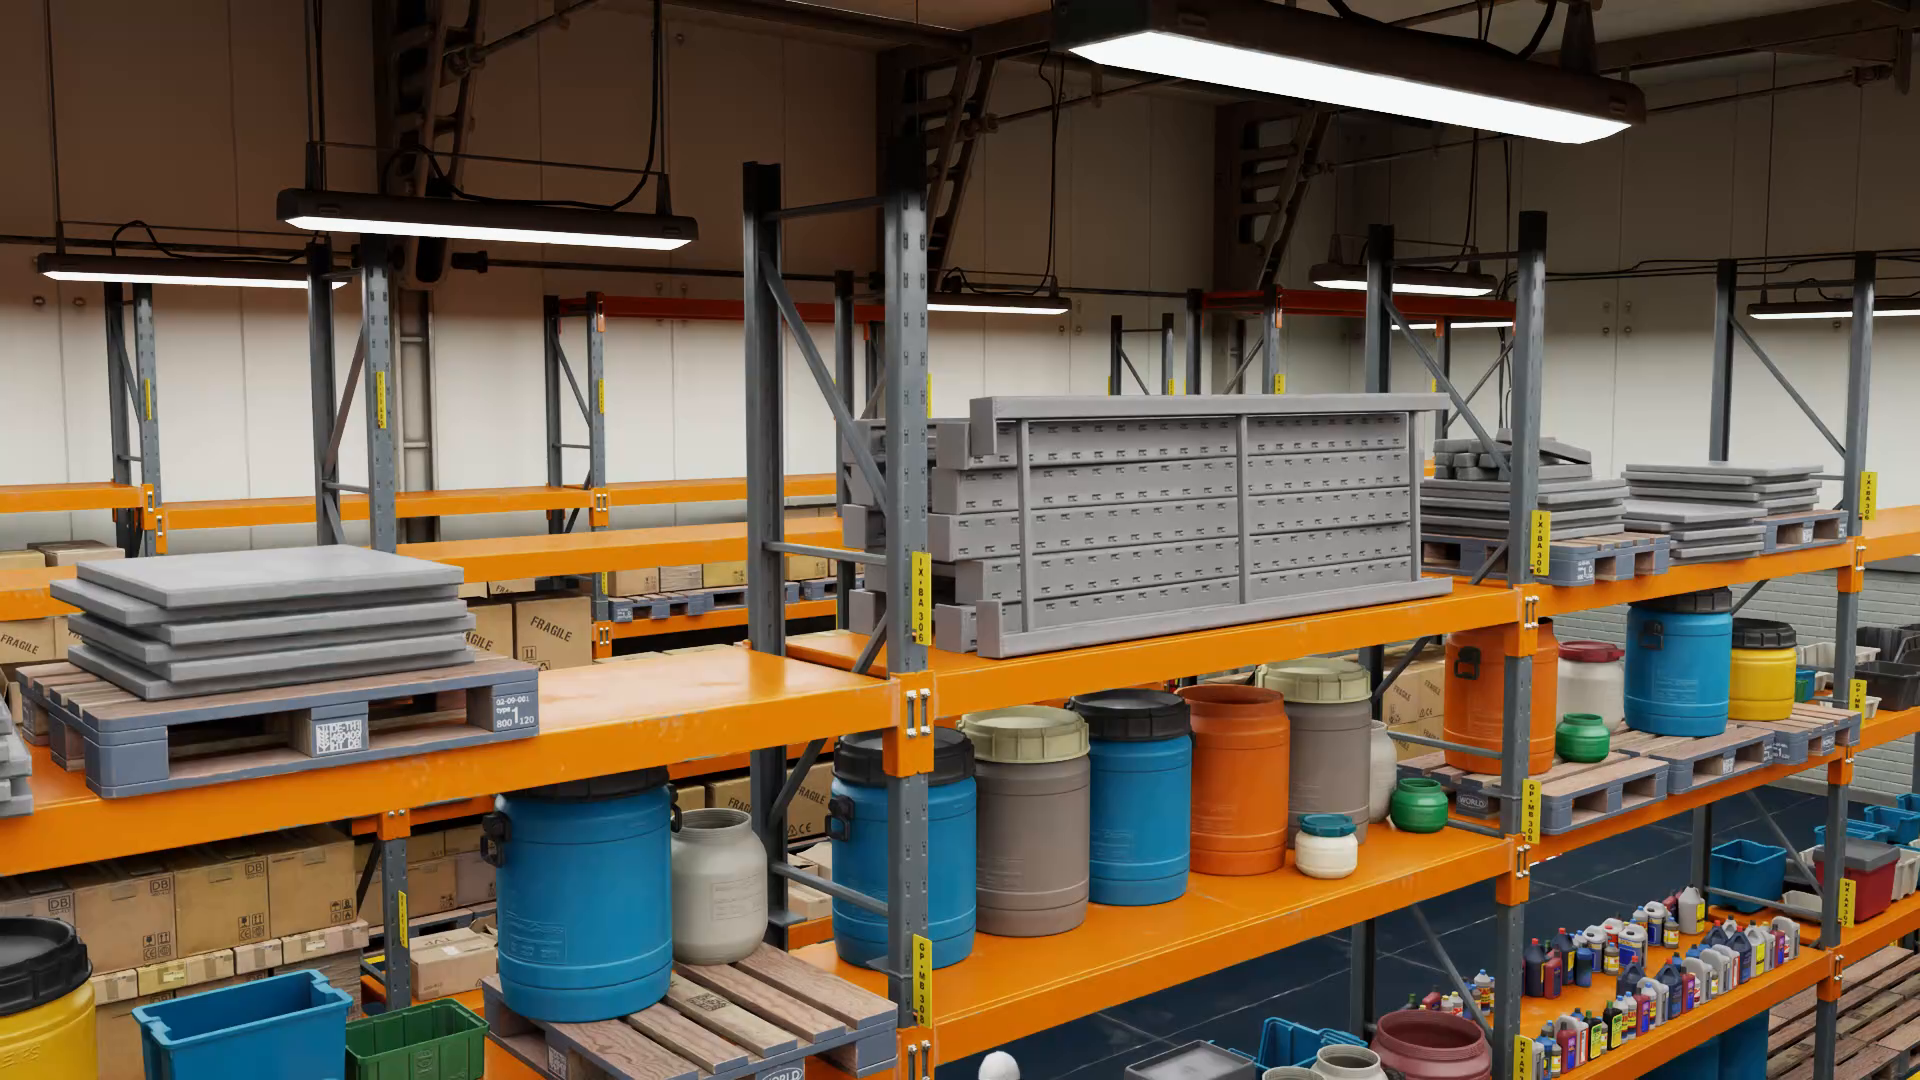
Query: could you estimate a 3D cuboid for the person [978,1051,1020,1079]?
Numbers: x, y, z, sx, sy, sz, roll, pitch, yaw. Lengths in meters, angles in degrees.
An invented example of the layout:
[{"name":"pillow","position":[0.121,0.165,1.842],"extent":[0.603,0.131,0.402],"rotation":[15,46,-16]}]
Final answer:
[{"name":"person","position":[0.215,3.473,8.484],"extent":[0.638,1.810,0.399],"rotation":[-5,8,-45]}]
